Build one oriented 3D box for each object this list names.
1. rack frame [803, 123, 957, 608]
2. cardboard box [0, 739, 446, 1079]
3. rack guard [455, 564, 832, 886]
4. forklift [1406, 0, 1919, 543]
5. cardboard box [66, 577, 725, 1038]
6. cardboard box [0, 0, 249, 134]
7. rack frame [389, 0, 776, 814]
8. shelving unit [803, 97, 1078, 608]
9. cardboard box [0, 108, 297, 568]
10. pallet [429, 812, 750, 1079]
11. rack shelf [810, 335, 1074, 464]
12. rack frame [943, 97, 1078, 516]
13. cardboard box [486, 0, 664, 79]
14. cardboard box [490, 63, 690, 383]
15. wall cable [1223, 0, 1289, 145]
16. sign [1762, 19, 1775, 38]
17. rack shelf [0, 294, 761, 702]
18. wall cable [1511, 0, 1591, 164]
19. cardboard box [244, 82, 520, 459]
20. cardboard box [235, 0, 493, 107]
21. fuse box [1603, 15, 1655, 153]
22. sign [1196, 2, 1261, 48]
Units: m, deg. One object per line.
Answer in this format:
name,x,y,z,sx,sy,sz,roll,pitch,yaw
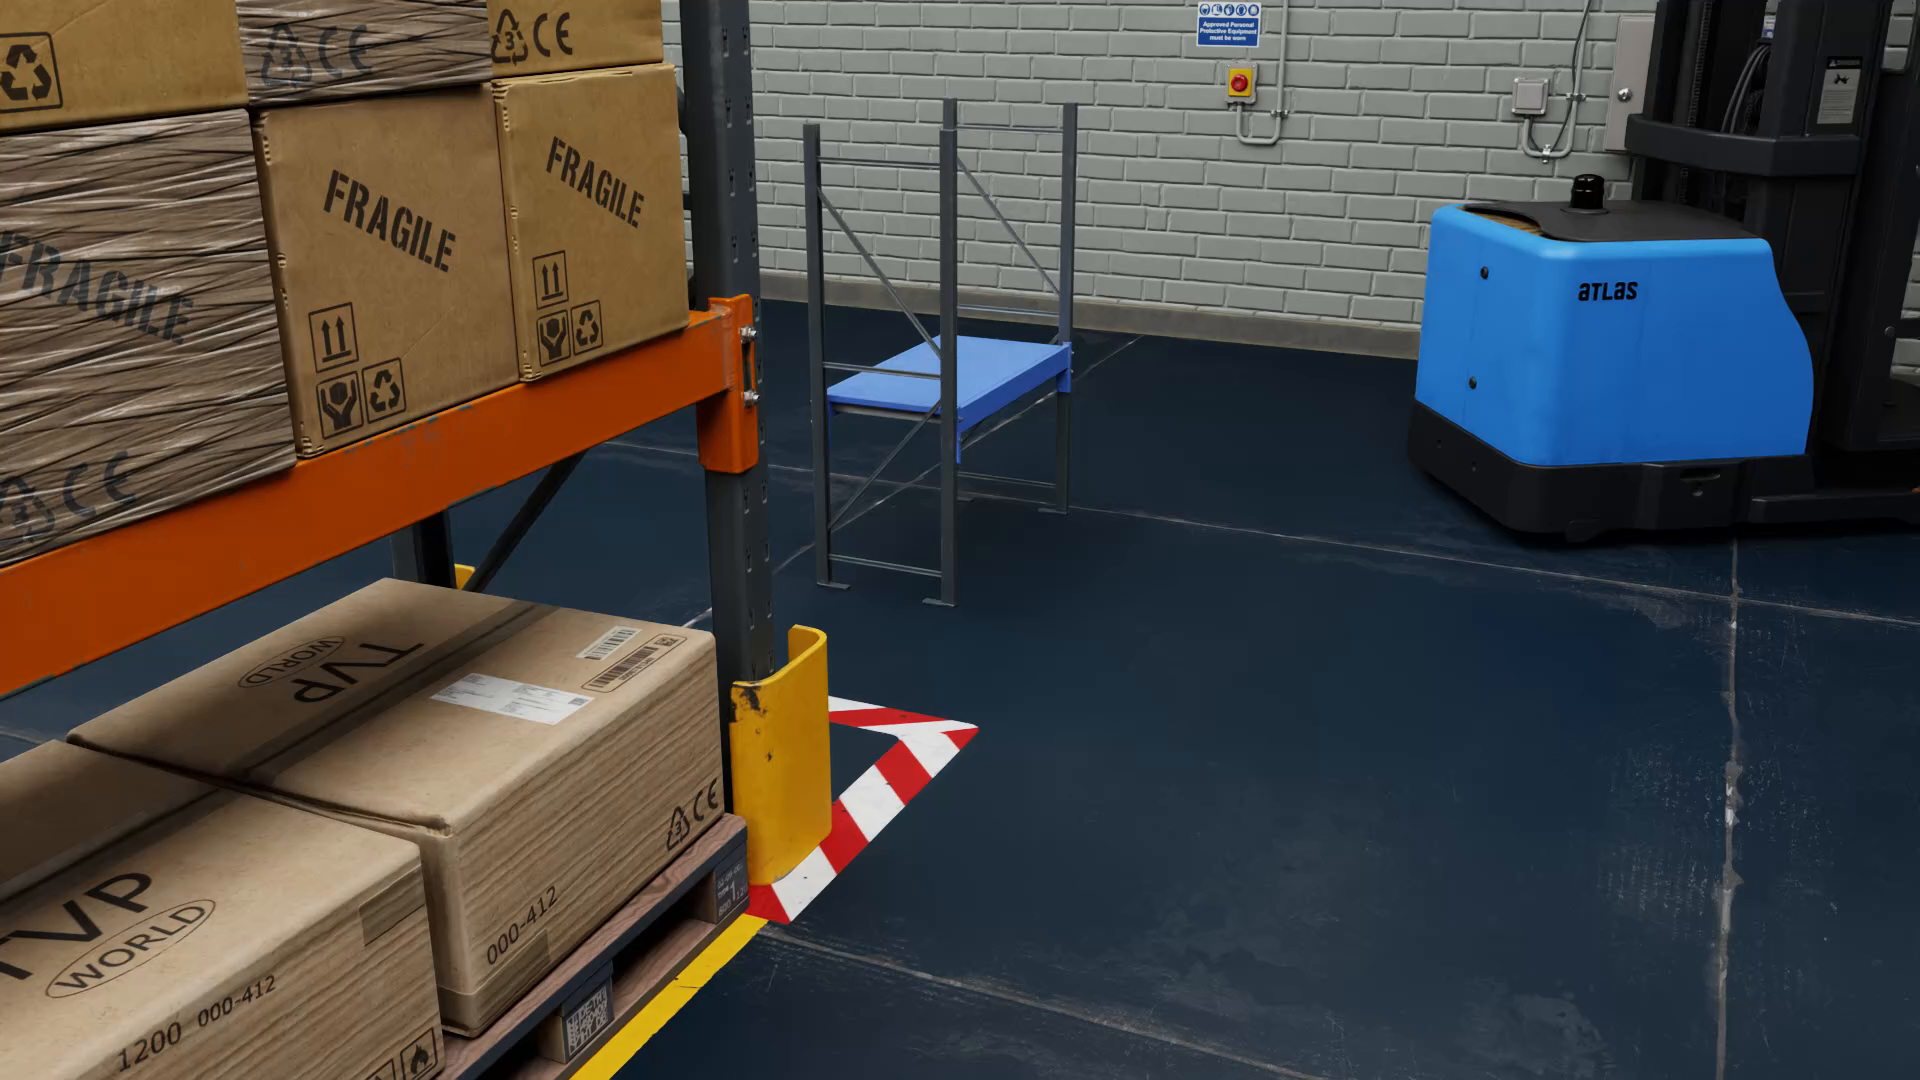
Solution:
rack frame,-0.243,-0.525,5.207,0.500,1.500,0.032,9,21,23
cardboard box,-1.447,0.758,2.558,0.875,0.438,0.875,9,22,24
rack guard,-0.891,0.423,4.034,1.175,0.500,0.348,9,21,23
forklift,3.360,-1.583,6.045,3.031,2.935,1.130,-3,20,-8
cardboard box,-1.080,0.477,3.348,0.875,0.438,0.875,8,21,21
cardboard box,-1.274,-0.771,2.019,0.500,0.500,0.500,8,21,22
rack frame,-0.901,-0.748,3.594,1.000,3.000,0.127,9,21,23
shelving unit,-0.035,-0.681,5.644,0.538,1.500,1.048,9,21,23
cardboard box,-1.278,-0.301,2.189,0.500,0.500,0.500,9,22,24
pallet,-1.157,0.821,3.344,1.003,0.211,1.213,9,21,23
rack shelf,-0.035,-0.511,5.704,0.538,0.185,1.000,9,21,23
rack frame,0.173,-0.836,6.081,0.500,1.500,0.032,9,21,23
cardboard box,-0.881,-1.086,2.904,0.500,0.500,0.500,9,22,24
cardboard box,-0.857,-0.611,3.061,0.500,0.500,0.500,9,21,23
wall cable,1.387,-2.968,8.275,0.585,1.953,0.123,9,21,23
sign,3.779,-2.092,7.518,0.329,0.494,0.001,9,21,23
rack shelf,-1.720,0.203,1.996,1.077,0.370,4.000,9,21,23
wall cable,2.686,-2.762,7.743,0.588,1.984,0.122,9,21,23
cardboard box,-1.076,-0.460,2.635,0.500,0.500,0.500,8,21,22
cardboard box,-1.068,-0.922,2.443,0.500,0.500,0.500,9,21,23
fuse box,3.244,-1.535,7.730,0.539,1.711,0.414,9,21,23
sign,1.368,-2.627,8.476,0.327,0.218,0.001,9,21,23
